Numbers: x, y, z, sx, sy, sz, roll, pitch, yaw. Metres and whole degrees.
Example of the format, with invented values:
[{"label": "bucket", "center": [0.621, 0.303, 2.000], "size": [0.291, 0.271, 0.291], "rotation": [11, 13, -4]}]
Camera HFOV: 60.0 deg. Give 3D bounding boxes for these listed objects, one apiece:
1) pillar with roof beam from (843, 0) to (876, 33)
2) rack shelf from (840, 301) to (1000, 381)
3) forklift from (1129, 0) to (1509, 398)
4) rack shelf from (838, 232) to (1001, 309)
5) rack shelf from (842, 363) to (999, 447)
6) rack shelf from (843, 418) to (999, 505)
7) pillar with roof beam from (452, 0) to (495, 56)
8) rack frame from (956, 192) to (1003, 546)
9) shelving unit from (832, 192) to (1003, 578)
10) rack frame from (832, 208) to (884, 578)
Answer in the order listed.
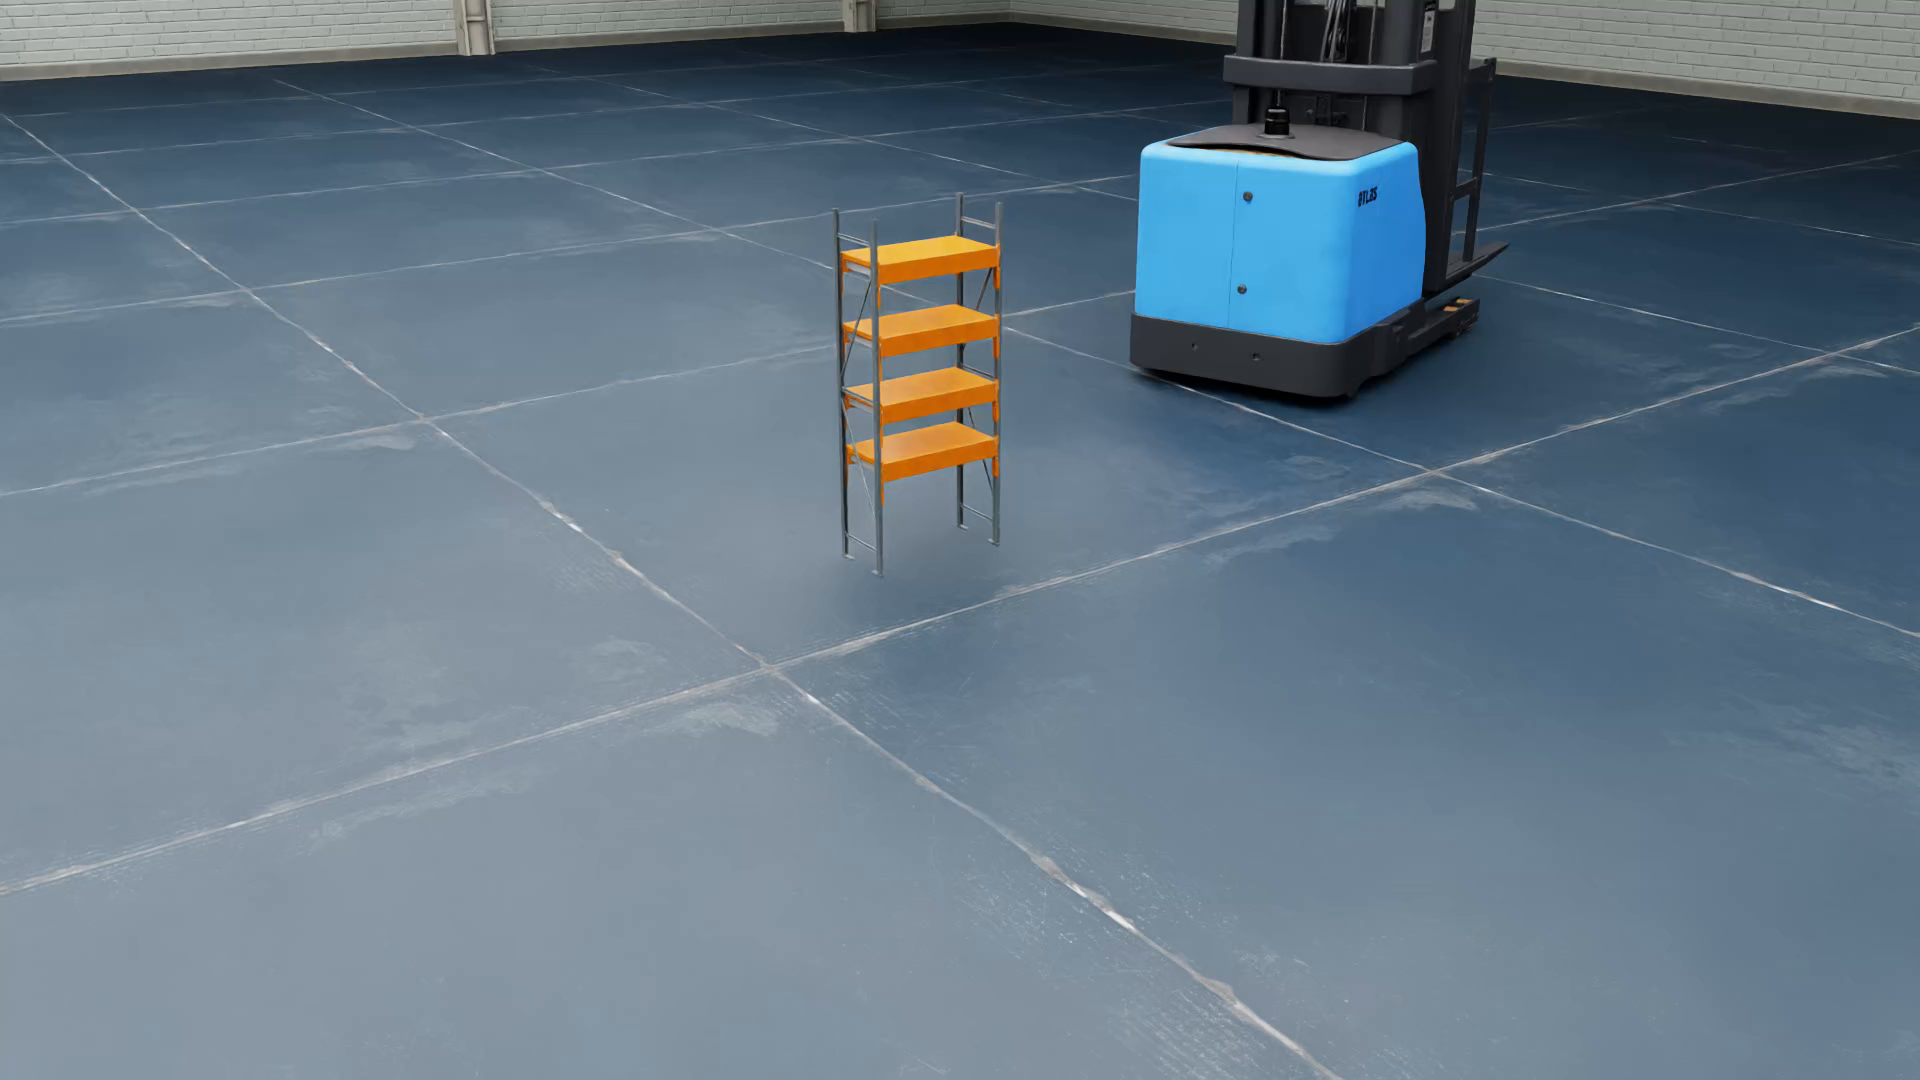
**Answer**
[{"label": "pillar with roof beam", "center": [0.989, -10.613, 20.351], "size": [0.400, 9.000, 9.100], "rotation": [-15, 26, -33]}, {"label": "rack shelf", "center": [-0.134, -0.667, 5.526], "size": [0.480, 0.148, 0.258], "rotation": [-15, 26, -33]}, {"label": "forklift", "center": [2.037, -2.475, 8.144], "size": [1.130, 2.935, 3.031], "rotation": [14, 26, 31]}, {"label": "rack shelf", "center": [-0.134, -0.886, 5.439], "size": [0.480, 0.148, 0.258], "rotation": [-15, 26, -33]}, {"label": "rack shelf", "center": [-0.134, -0.459, 5.609], "size": [0.480, 0.148, 0.258], "rotation": [-15, 26, -33]}, {"label": "rack shelf", "center": [-0.134, -0.275, 5.683], "size": [0.480, 0.148, 0.258], "rotation": [-15, 26, -33]}, {"label": "pillar with roof beam", "center": [-3.881, -9.314, 17.096], "size": [0.400, 9.000, 9.100], "rotation": [-15, 26, -33]}, {"label": "rack frame", "center": [0.064, -0.574, 5.717], "size": [0.015, 1.200, 0.240], "rotation": [-15, 26, -33]}, {"label": "shelving unit", "center": [-0.134, -0.521, 5.584], "size": [0.503, 1.200, 0.258], "rotation": [-15, 26, -33]}, {"label": "rack frame", "center": [-0.332, -0.469, 5.452], "size": [0.015, 1.200, 0.240], "rotation": [-15, 26, -33]}]
